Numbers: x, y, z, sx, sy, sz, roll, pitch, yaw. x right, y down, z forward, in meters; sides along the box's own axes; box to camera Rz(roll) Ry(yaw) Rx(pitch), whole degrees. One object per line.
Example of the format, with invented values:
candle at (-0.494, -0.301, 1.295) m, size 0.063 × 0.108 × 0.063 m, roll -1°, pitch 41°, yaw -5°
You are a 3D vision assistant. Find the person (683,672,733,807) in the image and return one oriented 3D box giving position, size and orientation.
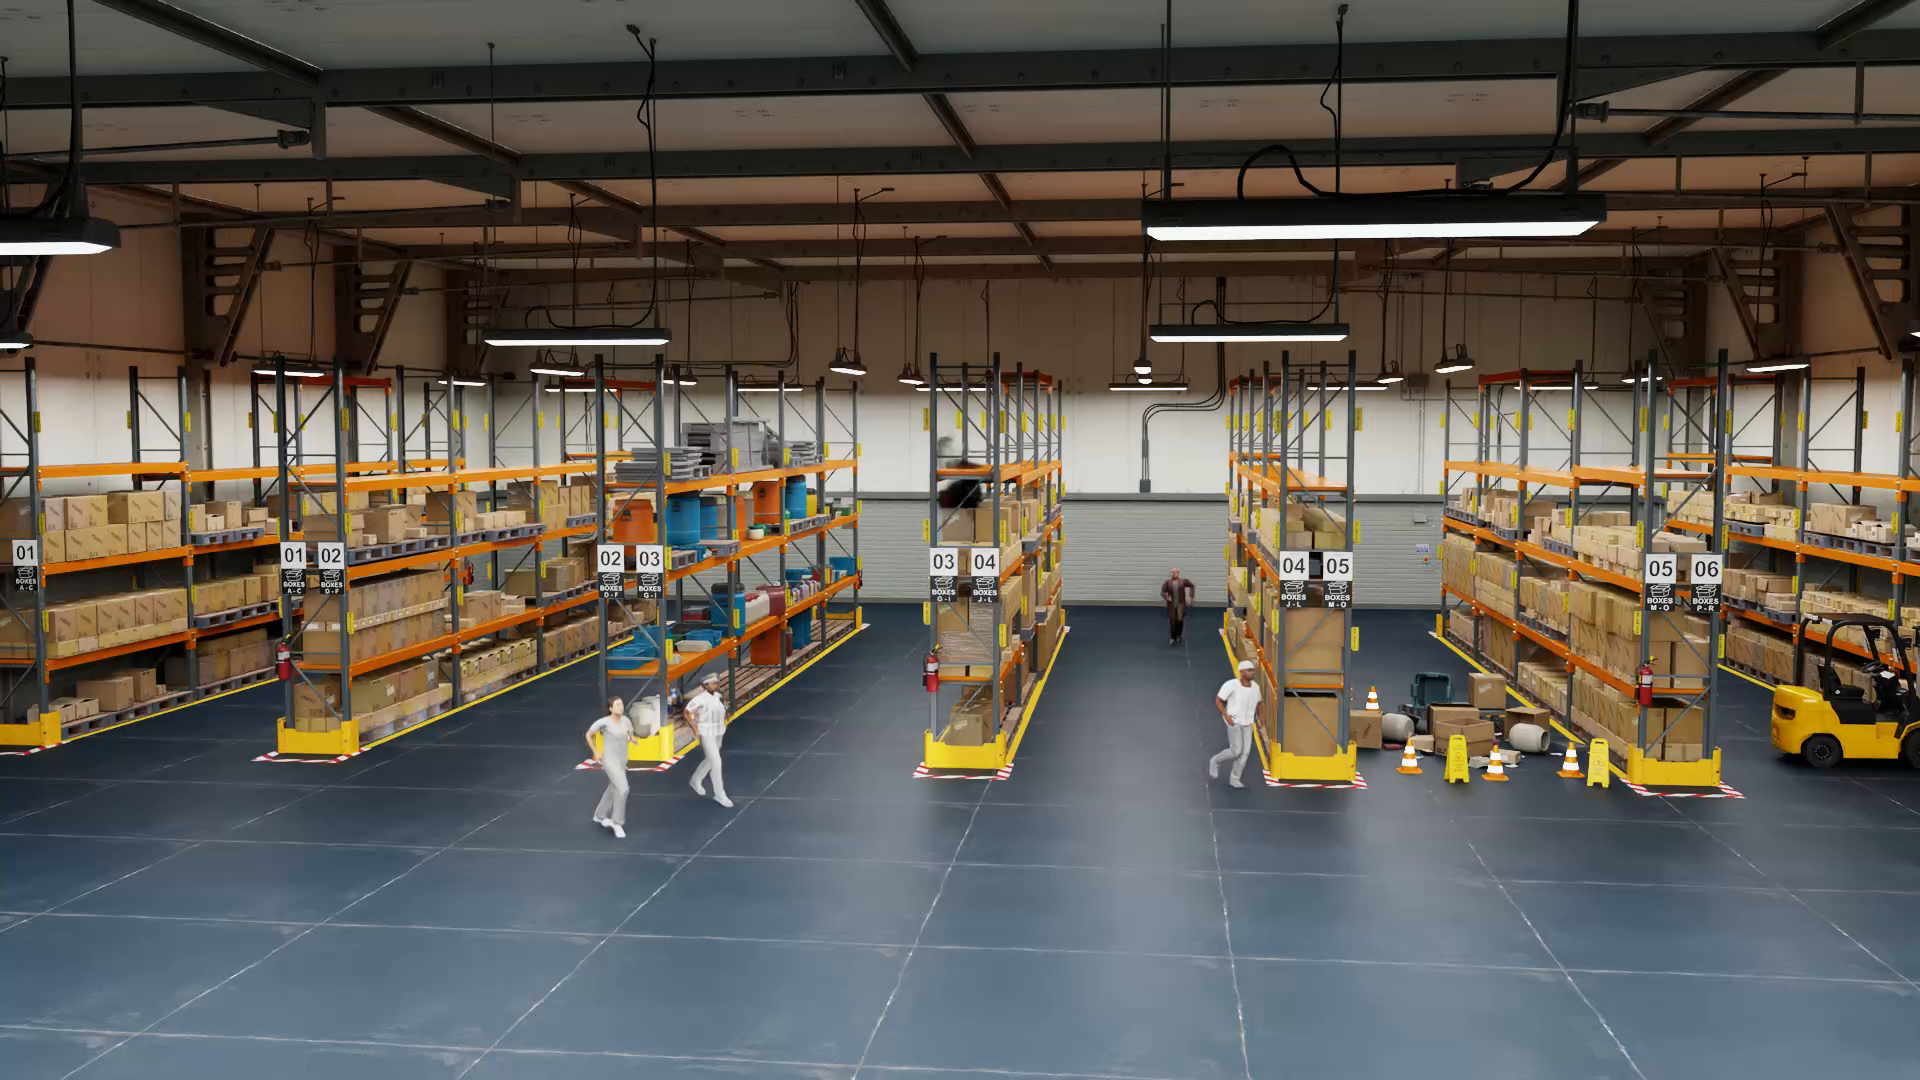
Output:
person at (-3.283, 2.595, 21.884) m, size 0.852 × 1.727 × 0.561 m, roll 3°, pitch 5°, yaw 33°

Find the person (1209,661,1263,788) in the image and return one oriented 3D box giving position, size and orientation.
person at (3.883, 2.517, 23.003) m, size 0.730 × 1.715 × 0.643 m, roll -2°, pitch 5°, yaw -27°

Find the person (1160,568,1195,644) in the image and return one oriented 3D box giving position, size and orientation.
person at (4.865, 1.489, 37.279) m, size 0.733 × 1.738 × 0.847 m, roll 1°, pitch 4°, yaw 14°

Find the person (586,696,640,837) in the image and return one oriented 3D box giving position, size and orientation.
person at (-4.213, 2.746, 20.292) m, size 0.747 × 1.721 × 0.553 m, roll 3°, pitch 5°, yaw 33°
